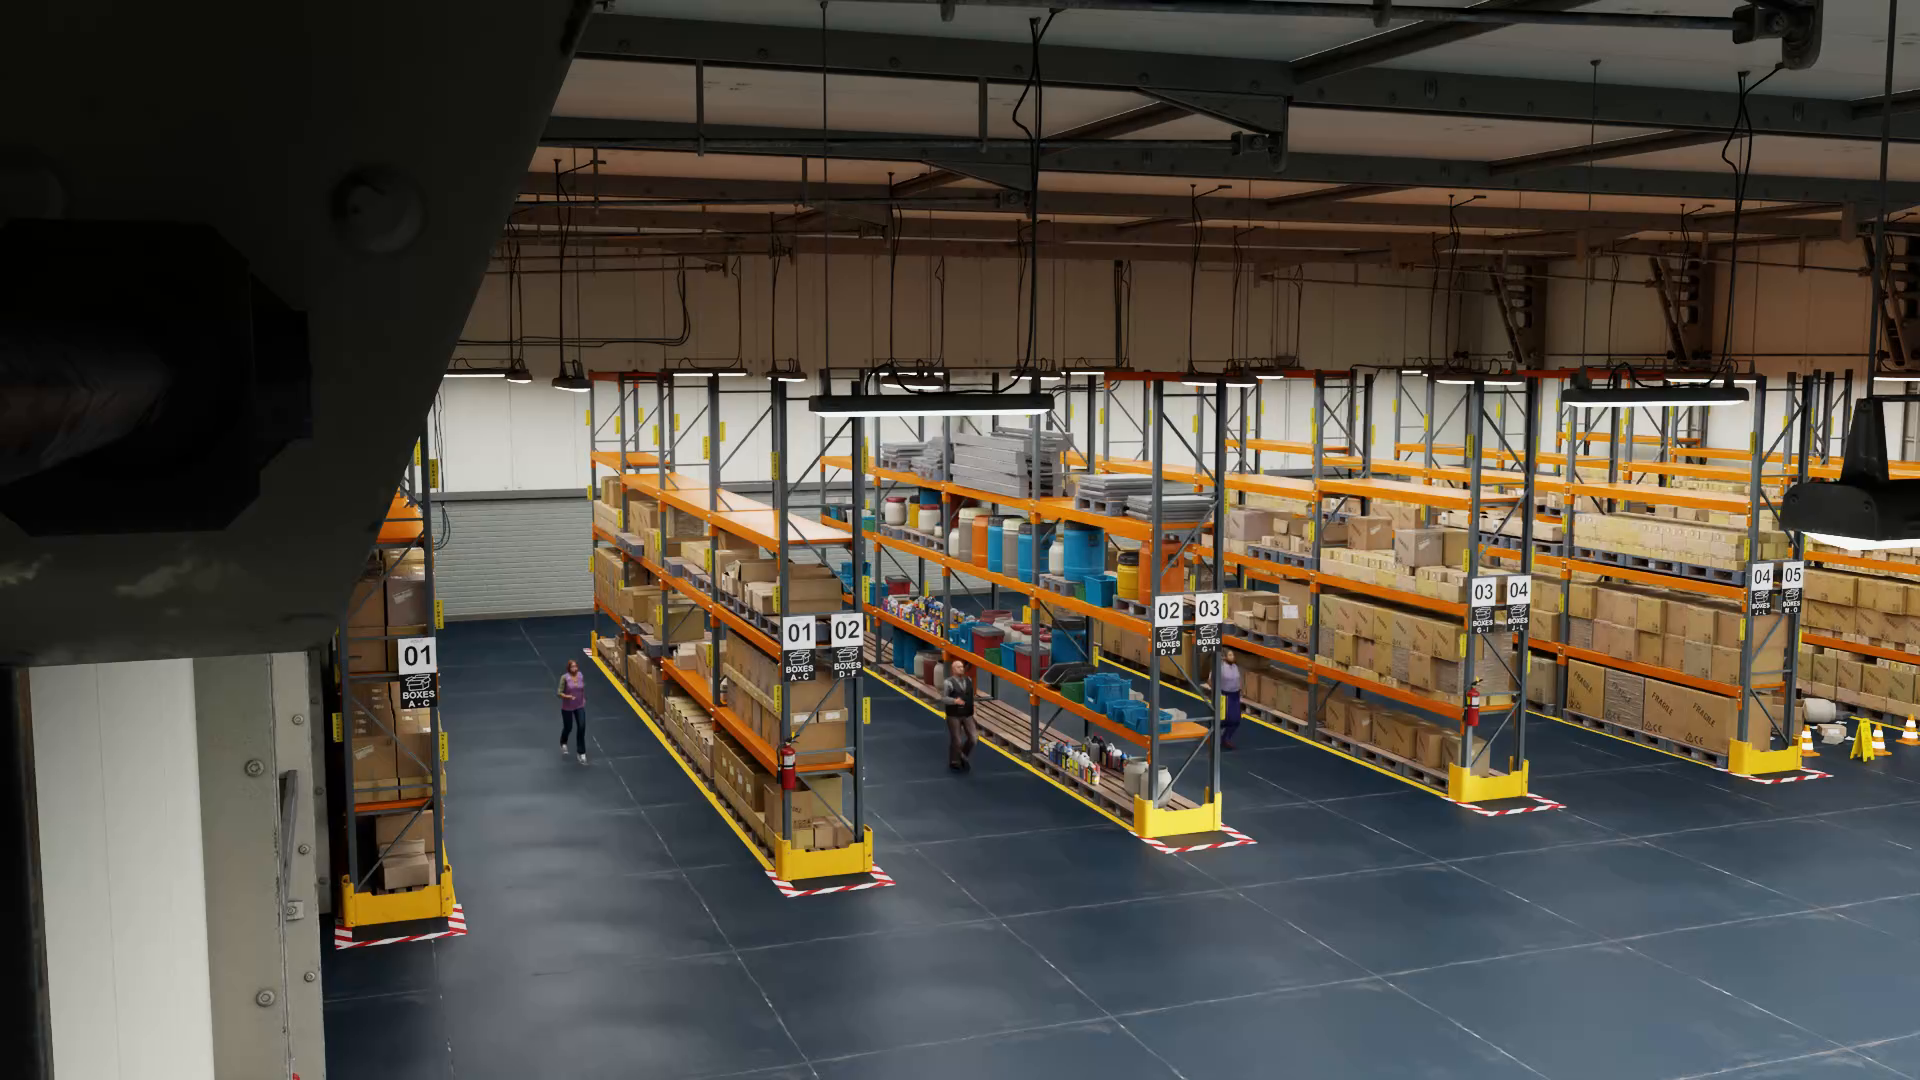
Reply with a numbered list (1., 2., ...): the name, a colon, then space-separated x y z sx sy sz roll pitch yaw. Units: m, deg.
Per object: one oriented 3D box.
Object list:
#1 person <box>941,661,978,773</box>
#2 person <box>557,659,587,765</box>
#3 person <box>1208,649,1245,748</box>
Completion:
1. person: 0.033 2.685 25.136 0.642 1.717 0.646 -3 7 -26
2. person: -6.065 2.642 25.978 0.508 1.615 0.833 -4 7 -31
3. person: 4.335 2.553 26.813 0.607 1.603 0.548 -5 8 -36
